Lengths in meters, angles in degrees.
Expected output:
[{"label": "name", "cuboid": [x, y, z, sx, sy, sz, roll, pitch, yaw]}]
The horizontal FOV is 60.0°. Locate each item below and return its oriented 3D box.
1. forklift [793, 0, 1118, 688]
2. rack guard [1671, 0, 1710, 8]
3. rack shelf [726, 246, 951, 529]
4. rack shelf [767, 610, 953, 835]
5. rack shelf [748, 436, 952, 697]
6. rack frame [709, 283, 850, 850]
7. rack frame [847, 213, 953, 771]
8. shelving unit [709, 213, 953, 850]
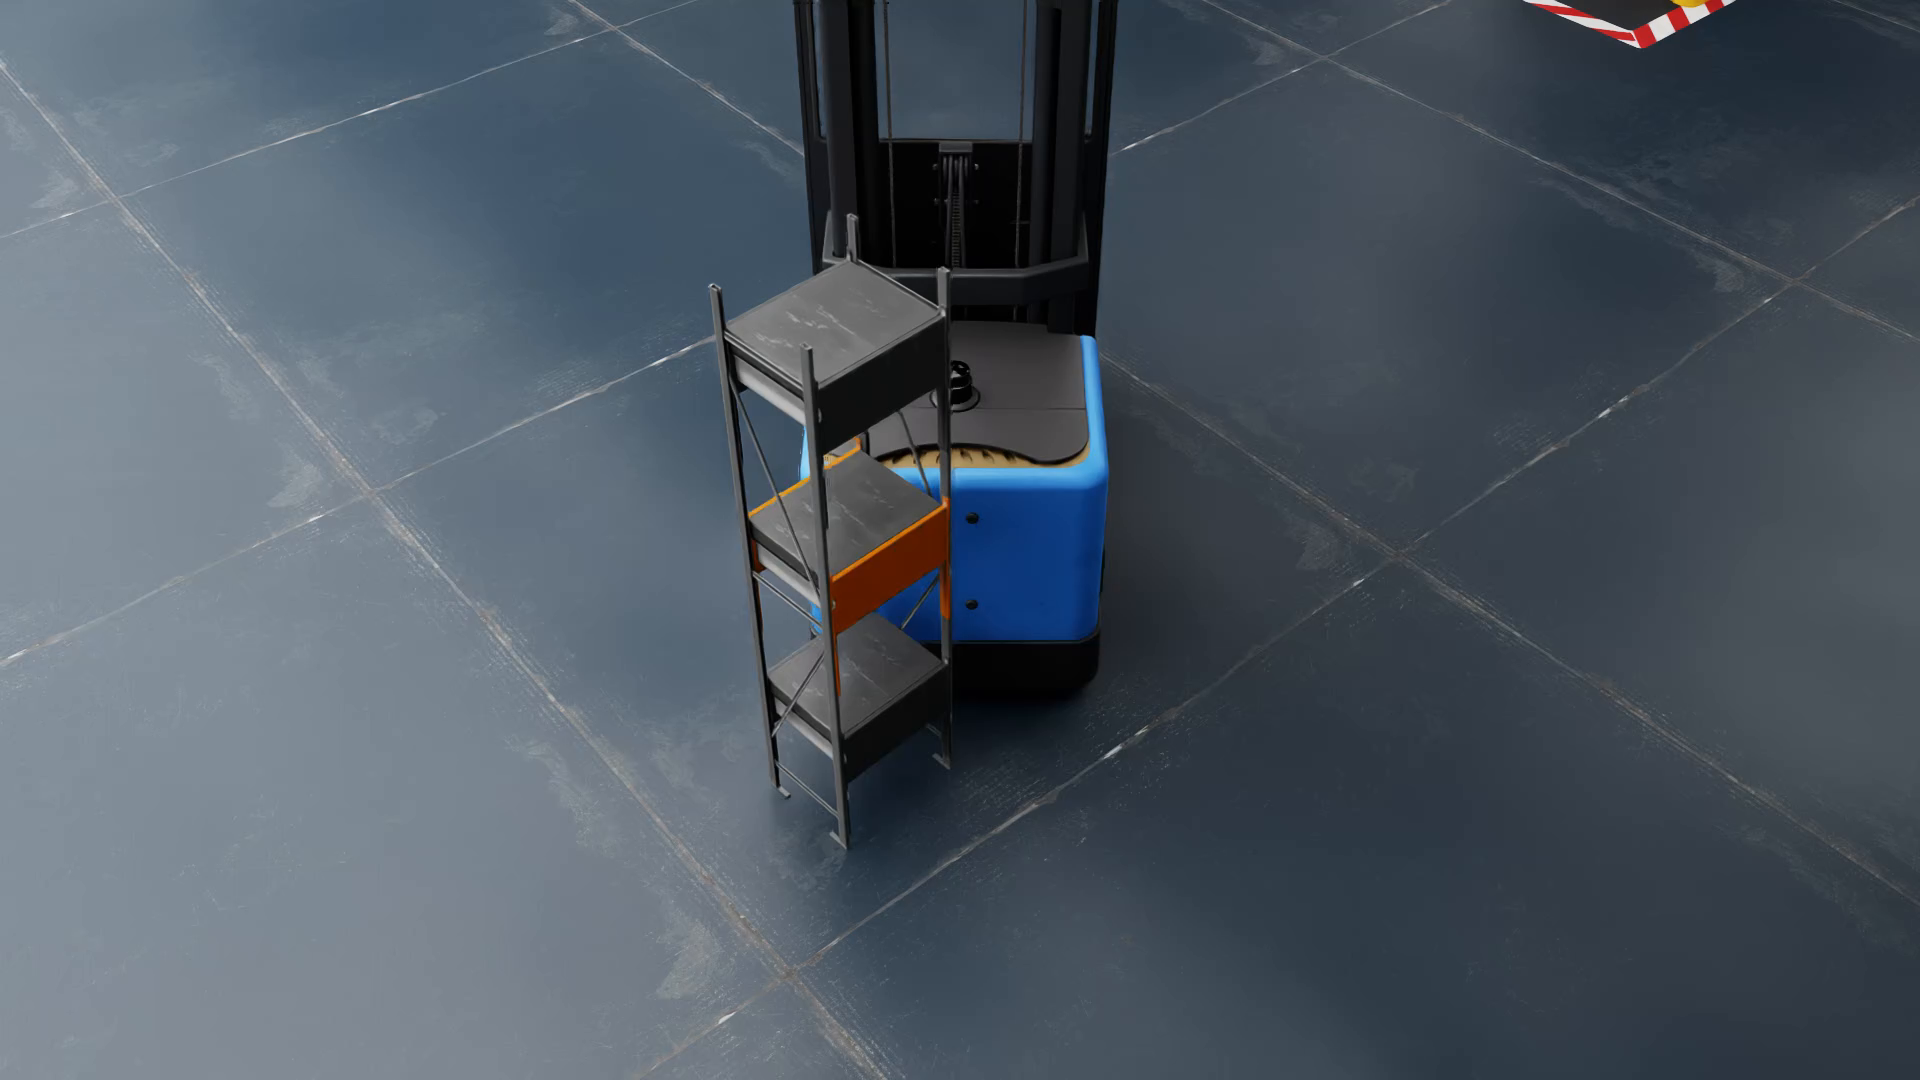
[{"label": "forklift", "cuboid": [-0.014, -1.512, 6.219, 1.130, 2.935, 3.031, 0, 43, 0]}, {"label": "rack guard", "cuboid": [4.252, -3.825, 10.458, 0.348, 0.500, 1.175, -30, 51, -28]}, {"label": "rack shelf", "cuboid": [-0.345, -0.432, 4.674, 0.480, 0.518, 0.431, -34, 53, -31]}, {"label": "rack shelf", "cuboid": [-0.345, 0.588, 5.632, 0.480, 0.518, 0.431, -34, 53, -31]}, {"label": "rack shelf", "cuboid": [-0.345, 0.078, 5.153, 0.480, 0.518, 0.431, -34, 53, -31]}, {"label": "rack frame", "cuboid": [-0.519, 0.185, 5.019, 0.015, 2.100, 0.400, -34, 53, -31]}, {"label": "rack frame", "cuboid": [-0.171, -0.049, 5.269, 0.015, 2.100, 0.400, -34, 53, -31]}, {"label": "shelving unit", "cuboid": [-0.345, 0.068, 5.144, 0.503, 2.100, 0.431, -34, 53, -31]}]
